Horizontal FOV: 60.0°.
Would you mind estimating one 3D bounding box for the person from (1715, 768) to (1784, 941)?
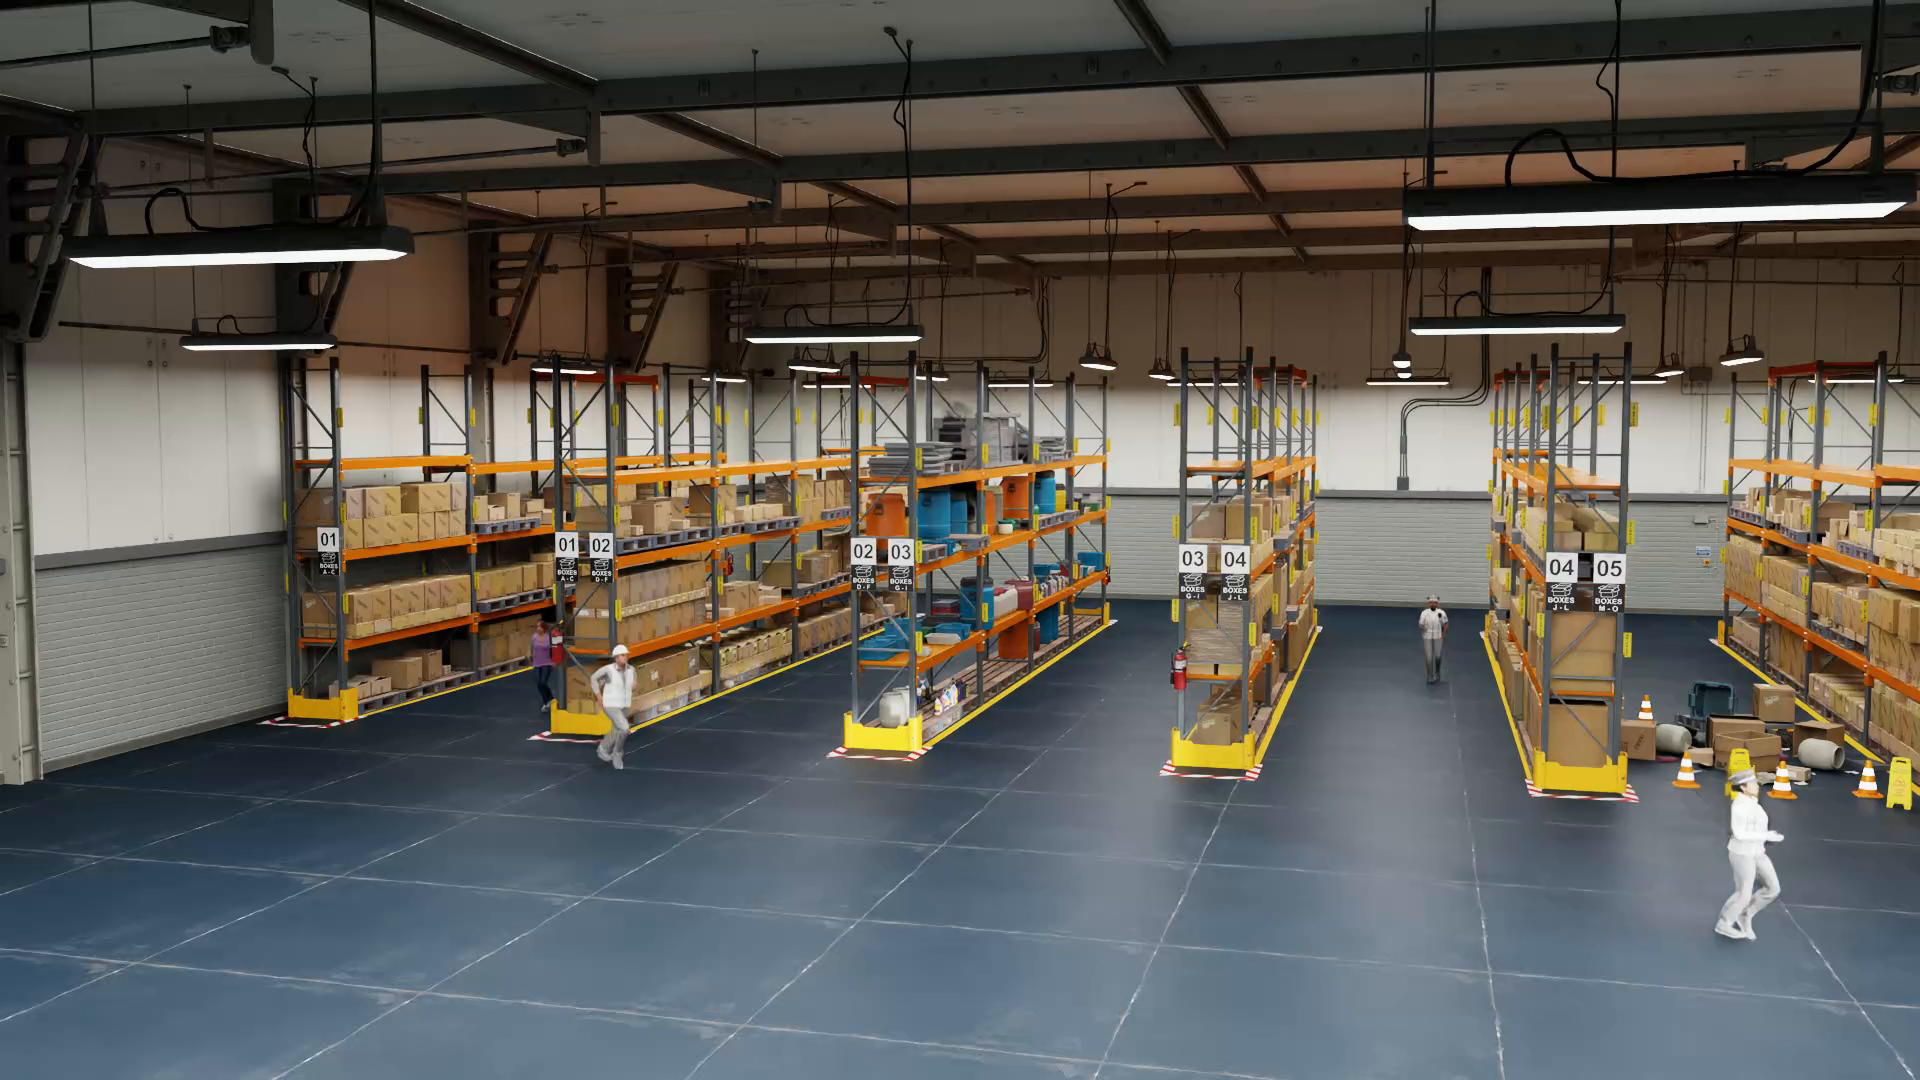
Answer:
[{"bbox_3d":[7.546,3.002,15.828,0.614,1.690,0.596,4,6,44],"label":"person"}]

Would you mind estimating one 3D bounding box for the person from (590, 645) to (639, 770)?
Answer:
[{"bbox_3d":[-4.922,2.391,23.810,0.849,1.795,0.609,3,5,36],"label":"person"}]

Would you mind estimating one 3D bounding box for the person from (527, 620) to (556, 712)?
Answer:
[{"bbox_3d":[-7.085,2.187,28.176,0.541,1.475,0.604,1,4,12],"label":"person"}]

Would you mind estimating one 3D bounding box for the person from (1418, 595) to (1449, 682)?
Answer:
[{"bbox_3d":[8.919,1.864,31.325,0.565,1.658,0.551,1,4,16],"label":"person"}]
